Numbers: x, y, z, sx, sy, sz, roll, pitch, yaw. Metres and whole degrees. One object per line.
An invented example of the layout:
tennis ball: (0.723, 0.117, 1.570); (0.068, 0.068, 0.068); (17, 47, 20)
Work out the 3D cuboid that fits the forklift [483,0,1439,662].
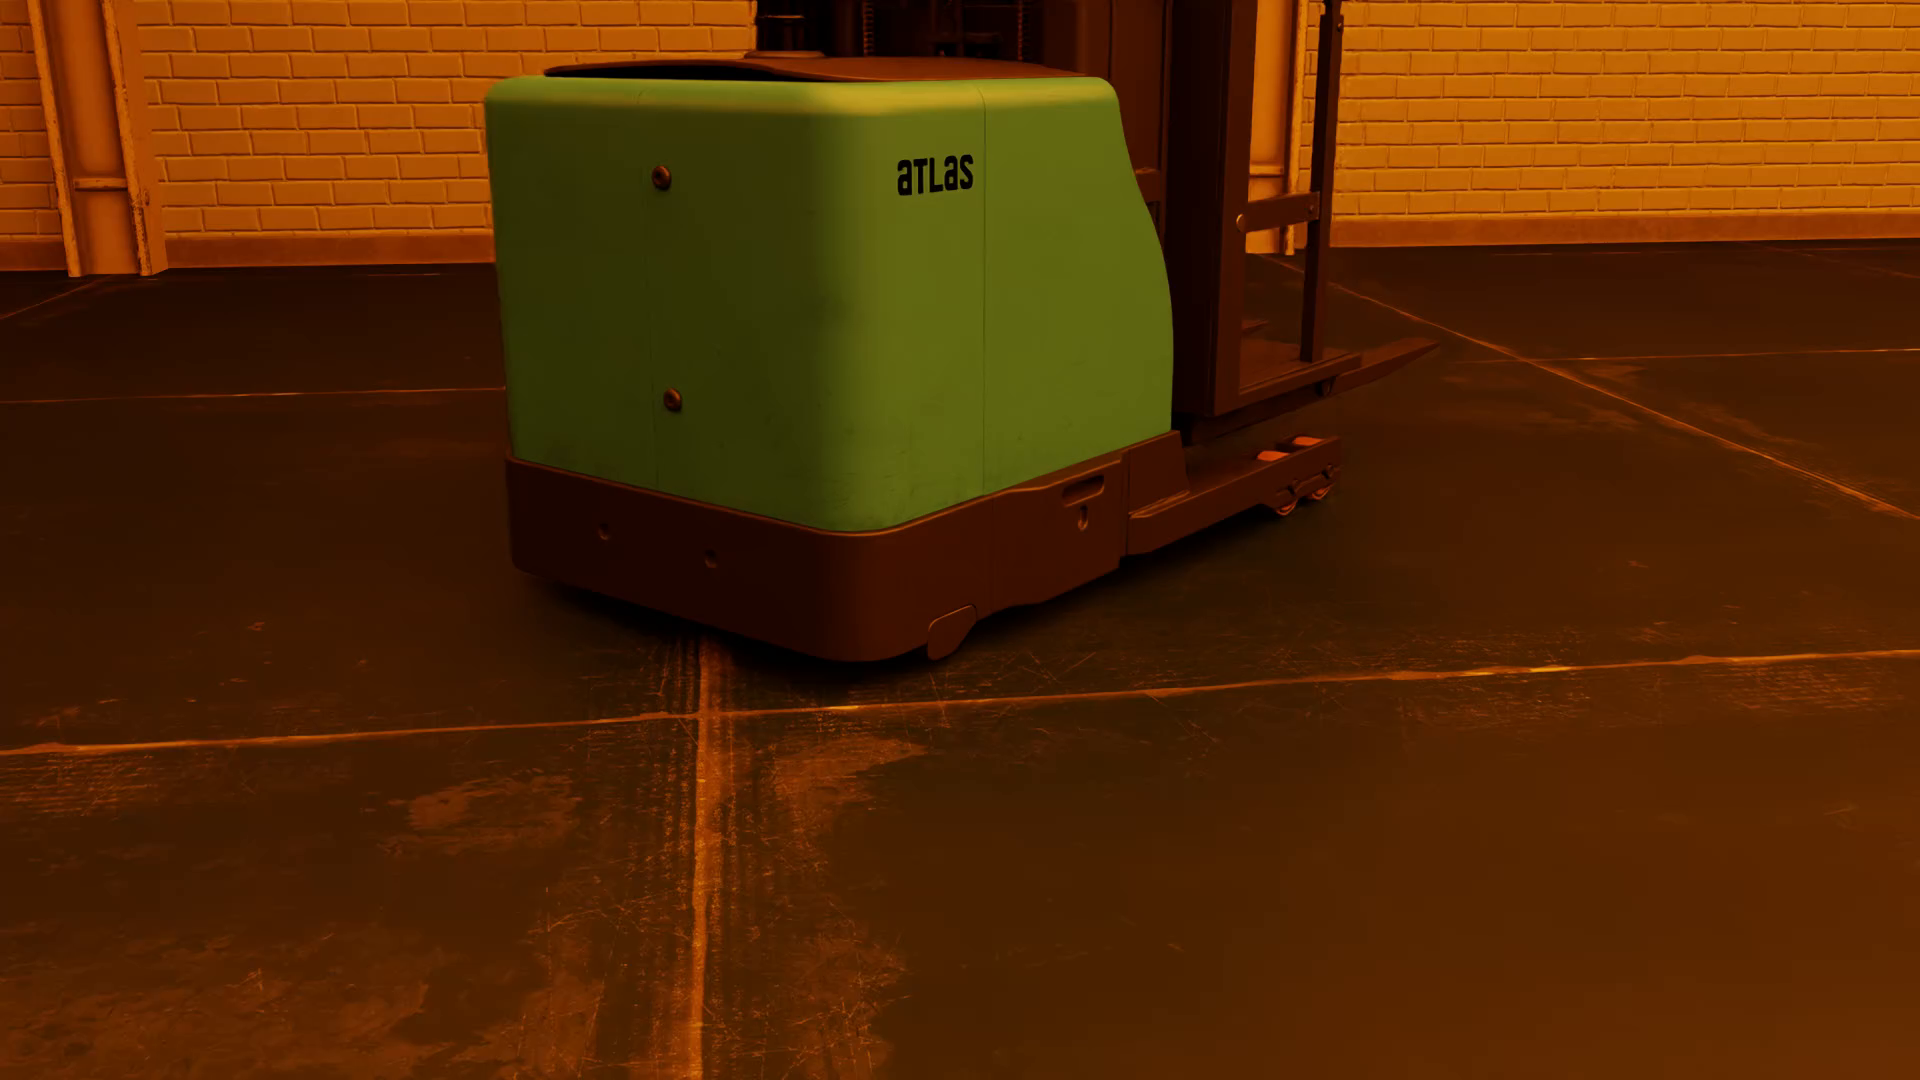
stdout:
forklift: (0.340, -1.540, 3.995); (1.130, 2.935, 3.031); (13, 21, 36)
